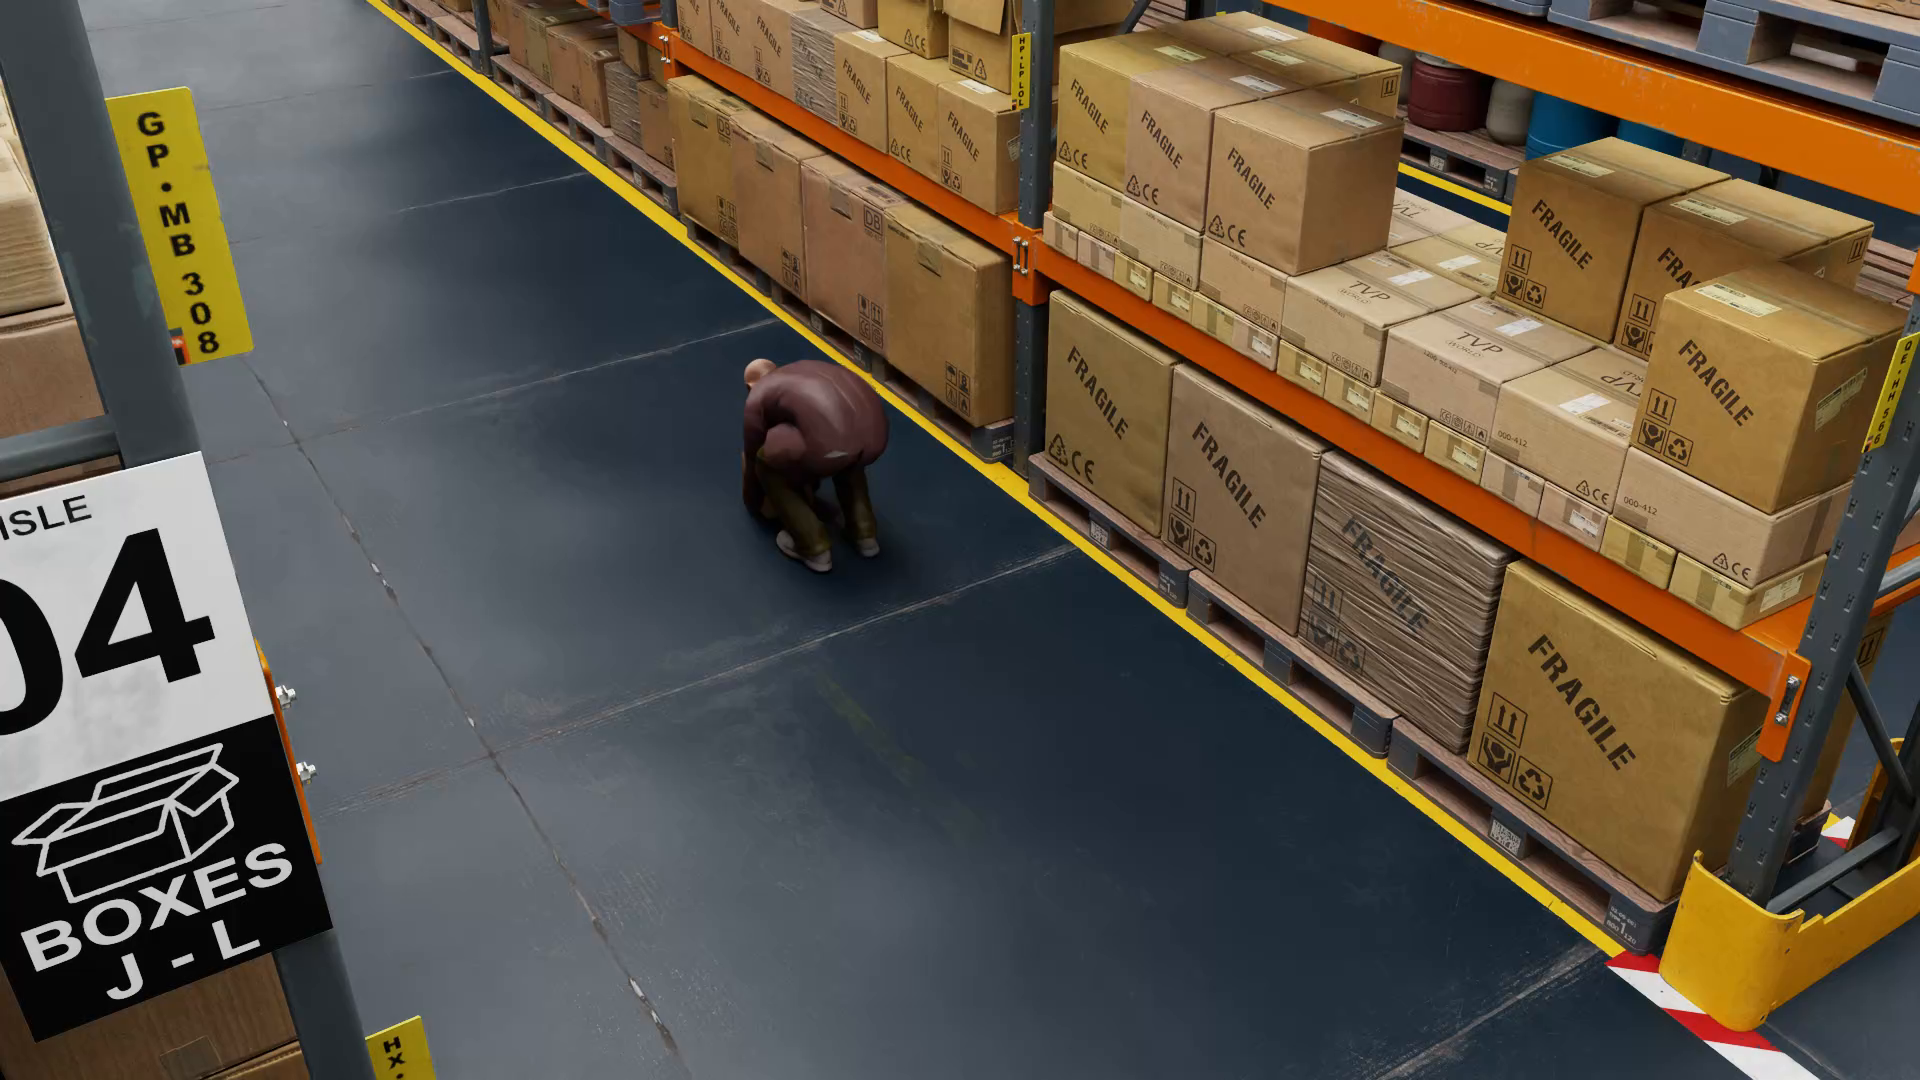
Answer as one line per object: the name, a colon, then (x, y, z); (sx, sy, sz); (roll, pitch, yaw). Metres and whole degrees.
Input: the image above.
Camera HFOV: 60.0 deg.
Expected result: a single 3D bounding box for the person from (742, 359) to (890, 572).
person: (-0.691, -0.407, 7.625); (0.595, 0.923, 0.950); (-21, 38, -29)
